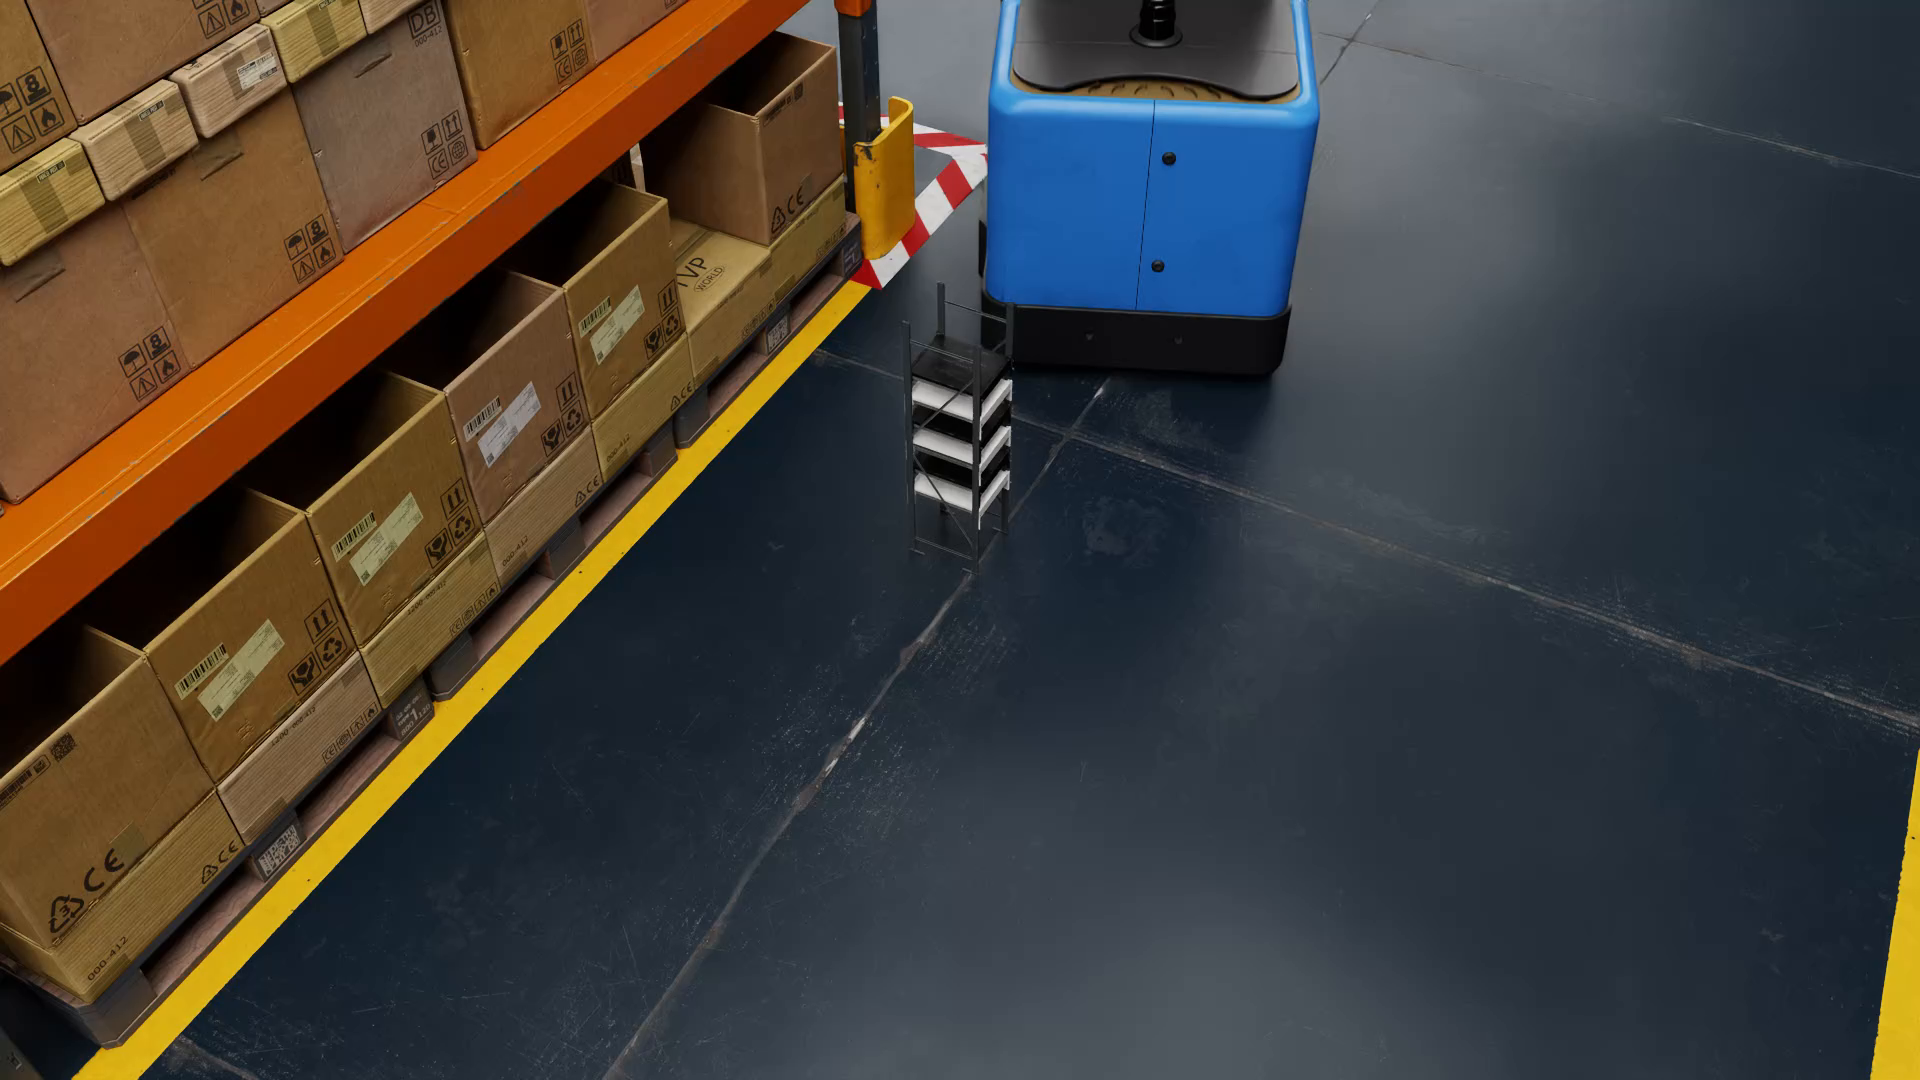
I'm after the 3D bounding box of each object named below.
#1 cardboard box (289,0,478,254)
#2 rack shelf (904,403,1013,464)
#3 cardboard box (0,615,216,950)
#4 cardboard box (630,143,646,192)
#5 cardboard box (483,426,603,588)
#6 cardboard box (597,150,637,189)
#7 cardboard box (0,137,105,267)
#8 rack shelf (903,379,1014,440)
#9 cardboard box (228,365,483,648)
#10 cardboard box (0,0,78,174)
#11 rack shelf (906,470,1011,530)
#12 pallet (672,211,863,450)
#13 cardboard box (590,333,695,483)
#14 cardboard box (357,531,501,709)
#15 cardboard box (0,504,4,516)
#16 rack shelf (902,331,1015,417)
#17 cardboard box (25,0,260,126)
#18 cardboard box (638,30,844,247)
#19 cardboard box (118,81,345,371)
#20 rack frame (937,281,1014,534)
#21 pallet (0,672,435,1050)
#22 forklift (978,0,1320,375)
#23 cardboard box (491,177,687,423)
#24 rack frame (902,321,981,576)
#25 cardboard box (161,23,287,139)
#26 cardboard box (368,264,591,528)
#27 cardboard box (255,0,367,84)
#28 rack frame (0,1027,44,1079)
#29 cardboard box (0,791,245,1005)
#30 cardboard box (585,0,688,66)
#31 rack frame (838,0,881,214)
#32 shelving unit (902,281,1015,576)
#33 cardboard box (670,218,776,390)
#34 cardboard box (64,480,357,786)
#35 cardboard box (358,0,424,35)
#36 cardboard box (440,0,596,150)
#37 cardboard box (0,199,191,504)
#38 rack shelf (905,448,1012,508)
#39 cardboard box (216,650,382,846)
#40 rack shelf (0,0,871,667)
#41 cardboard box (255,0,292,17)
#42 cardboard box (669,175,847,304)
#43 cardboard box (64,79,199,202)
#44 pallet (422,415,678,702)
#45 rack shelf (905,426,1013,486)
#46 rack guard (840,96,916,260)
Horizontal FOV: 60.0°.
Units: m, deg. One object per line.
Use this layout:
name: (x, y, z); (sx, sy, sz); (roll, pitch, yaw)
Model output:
cardboard box: (-1.703, -1.154, 4.211); (0.700, 0.500, 0.500); (22, 49, 20)
rack shelf: (-0.004, -0.351, 4.885); (0.258, 0.077, 0.200); (20, 49, 19)
cardboard box: (-2.123, 0.502, 3.756); (0.500, 0.500, 0.500); (20, 49, 19)
cardboard box: (-1.205, -1.301, 6.065); (0.500, 0.250, 0.500); (20, 49, 19)
cardboard box: (-1.432, -0.181, 4.958); (0.500, 0.250, 0.500); (20, 49, 19)
cardboard box: (-1.435, -1.249, 5.486); (0.500, 0.500, 0.500); (20, 49, 19)
cardboard box: (-1.964, -0.720, 3.326); (0.380, 0.149, 0.250); (20, 49, 19)
rack shelf: (-0.004, -0.414, 4.821); (0.258, 0.077, 0.200); (20, 49, 19)
cardboard box: (-1.659, -0.128, 4.378); (0.500, 0.500, 0.500); (20, 49, 19)
cardboard box: (-2.182, -0.956, 3.104); (0.700, 0.500, 0.500); (20, 49, 19)
rack shelf: (-0.004, -0.161, 5.077); (0.258, 0.077, 0.200); (20, 49, 19)
pallet: (-1.077, -0.909, 6.000); (1.003, 0.211, 1.213); (20, 49, 19)
cardboard box: (-1.198, -0.496, 5.269); (0.500, 0.250, 0.500); (20, 49, 19)
cardboard box: (-1.659, 0.136, 4.645); (0.500, 0.250, 0.500); (20, 49, 19)
cardboard box: (-2.415, -0.181, 3.250); (0.700, 0.500, 0.500); (19, 48, 18)
rack shelf: (-0.004, -0.478, 4.757); (0.258, 0.077, 0.200); (20, 49, 19)
cardboard box: (-1.949, -1.272, 3.415); (0.700, 0.500, 0.500); (20, 49, 19)
cardboard box: (-0.744, -1.393, 5.629); (0.500, 0.500, 0.500); (20, 49, 19)
cardboard box: (-1.940, -0.831, 3.892); (0.700, 0.500, 0.500); (21, 49, 20)
rack frame: (0.043, -0.375, 4.988); (0.240, 0.900, 0.006); (20, 49, 19)
pallet: (-2.210, 0.628, 4.481); (1.003, 0.211, 1.213); (20, 49, 19)
forklift: (0.717, -2.644, 5.802); (1.130, 2.935, 3.031); (3, 45, 3)
cardboard box: (-1.196, -0.758, 5.001); (0.500, 0.500, 0.500); (20, 49, 19)
rack frame: (-0.051, -0.247, 4.862); (0.240, 0.900, 0.006); (20, 49, 19)
cardboard box: (-1.725, -1.046, 3.649); (0.380, 0.149, 0.250); (19, 48, 18)
cardboard box: (-1.429, -0.444, 4.690); (0.500, 0.500, 0.500); (20, 49, 19)
cardboard box: (-1.604, -1.210, 3.811); (0.380, 0.149, 0.250); (20, 49, 19)
rack frame: (-2.613, 0.136, 3.006); (0.949, 2.616, 0.053); (20, 49, 19)
cardboard box: (-2.132, 0.762, 4.026); (0.500, 0.250, 0.500); (20, 49, 19)
cardboard box: (-1.227, -1.797, 4.847); (0.700, 0.500, 0.500); (22, 49, 20)
rack frame: (-0.759, -2.385, 5.498); (1.000, 3.000, 0.127); (20, 49, 19)
shelving unit: (-0.004, -0.311, 4.925); (0.258, 0.900, 0.210); (20, 49, 19)
cardboard box: (-0.968, -0.811, 5.581); (0.500, 0.250, 0.500); (20, 49, 19)
cardboard box: (-1.898, 0.184, 4.070); (0.500, 0.500, 0.500); (20, 49, 19)
cardboard box: (-1.486, -1.366, 3.965); (0.380, 0.149, 0.250); (20, 49, 19)
cardboard box: (-1.462, -1.487, 4.540); (0.700, 0.500, 0.500); (21, 49, 19)
cardboard box: (-2.176, -0.516, 3.581); (0.700, 0.500, 0.500); (20, 49, 19)
rack shelf: (-0.004, -0.225, 5.013); (0.258, 0.077, 0.200); (20, 49, 19)
cardboard box: (-1.895, 0.449, 4.335); (0.500, 0.250, 0.500); (20, 49, 19)
rack shelf: (-1.687, -0.872, 4.508); (1.077, 0.370, 4.000); (20, 49, 19)
cardboard box: (-1.717, -1.586, 3.726); (0.700, 0.500, 0.500); (20, 49, 19)
cardboard box: (-0.746, -1.130, 5.896); (0.500, 0.250, 0.500); (20, 49, 19)
cardboard box: (-1.846, -0.877, 3.482); (0.380, 0.149, 0.250); (19, 48, 18)
pallet: (-1.644, -0.143, 5.243); (1.003, 0.211, 1.213); (20, 49, 19)
rack shelf: (-0.004, -0.288, 4.949); (0.258, 0.077, 0.200); (20, 49, 19)
rack guard: (-0.748, -1.521, 6.402); (1.175, 0.500, 0.348); (20, 49, 19)
